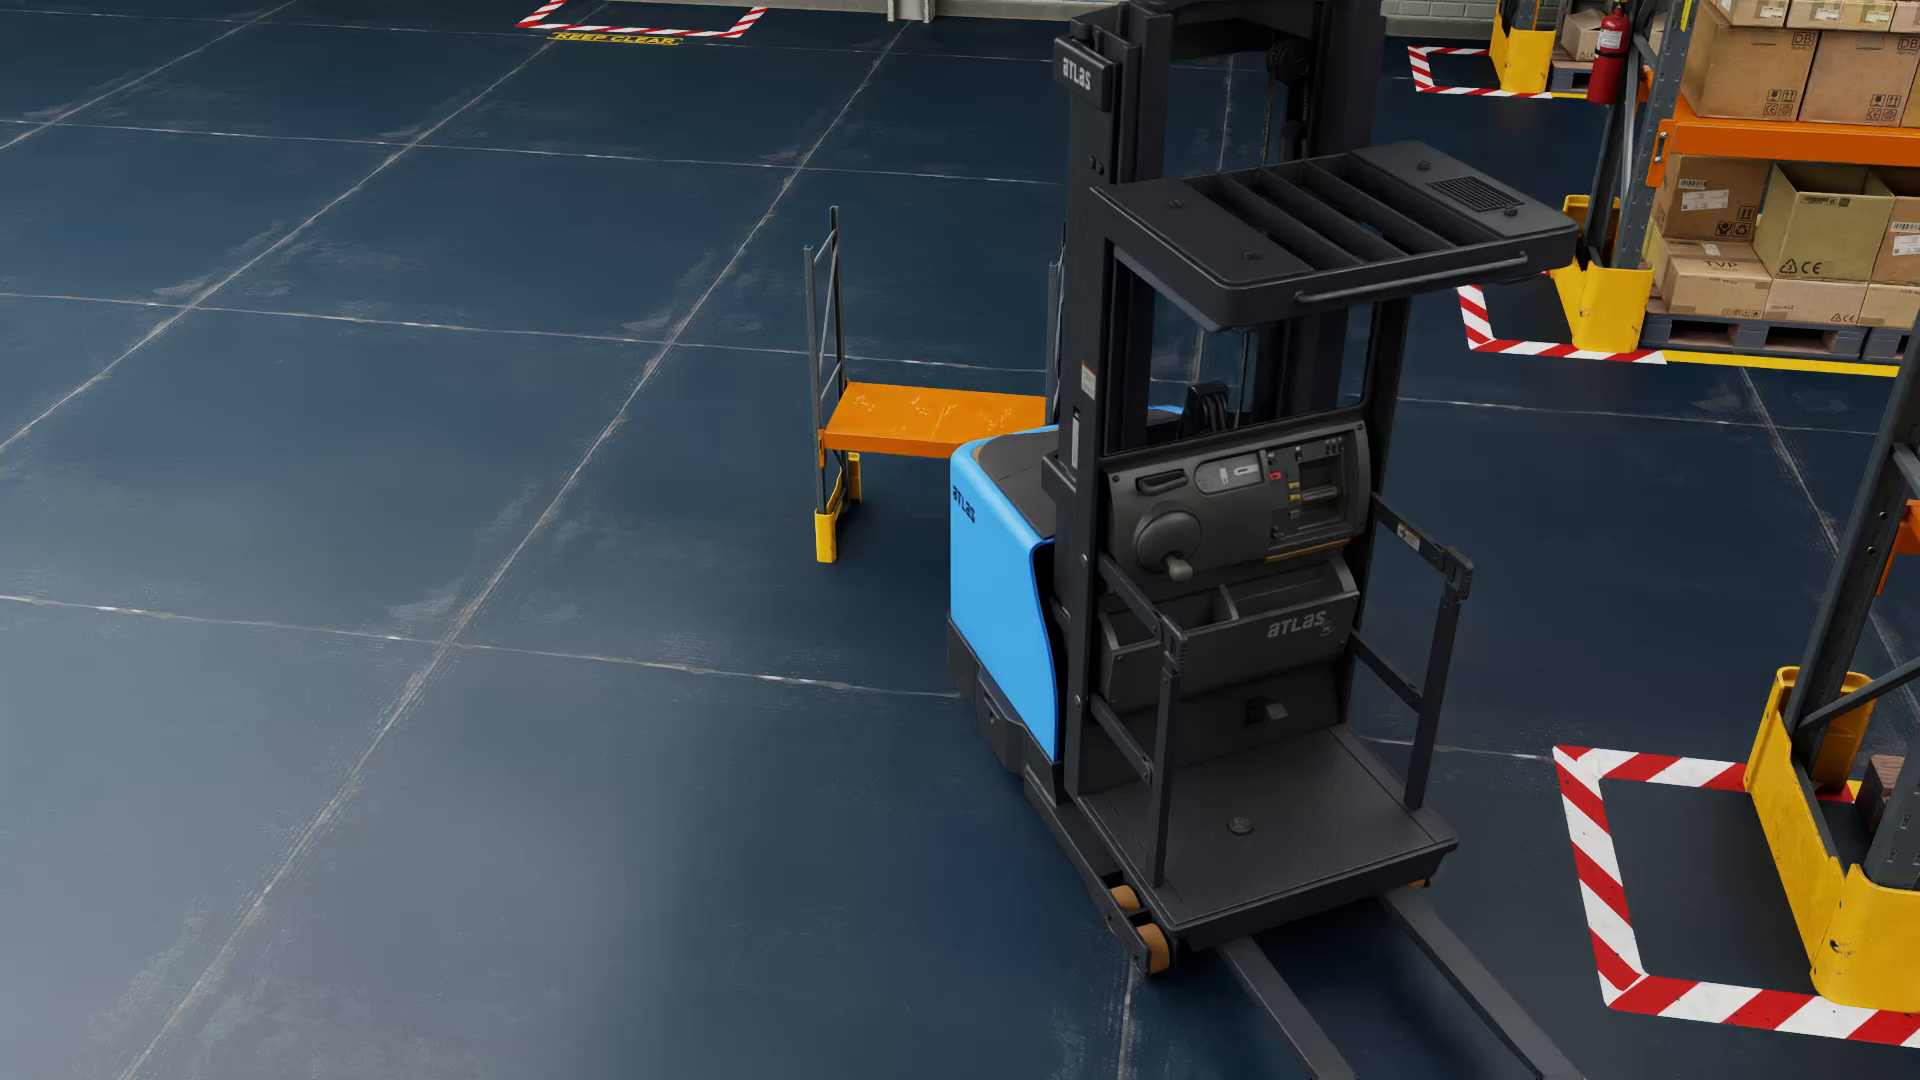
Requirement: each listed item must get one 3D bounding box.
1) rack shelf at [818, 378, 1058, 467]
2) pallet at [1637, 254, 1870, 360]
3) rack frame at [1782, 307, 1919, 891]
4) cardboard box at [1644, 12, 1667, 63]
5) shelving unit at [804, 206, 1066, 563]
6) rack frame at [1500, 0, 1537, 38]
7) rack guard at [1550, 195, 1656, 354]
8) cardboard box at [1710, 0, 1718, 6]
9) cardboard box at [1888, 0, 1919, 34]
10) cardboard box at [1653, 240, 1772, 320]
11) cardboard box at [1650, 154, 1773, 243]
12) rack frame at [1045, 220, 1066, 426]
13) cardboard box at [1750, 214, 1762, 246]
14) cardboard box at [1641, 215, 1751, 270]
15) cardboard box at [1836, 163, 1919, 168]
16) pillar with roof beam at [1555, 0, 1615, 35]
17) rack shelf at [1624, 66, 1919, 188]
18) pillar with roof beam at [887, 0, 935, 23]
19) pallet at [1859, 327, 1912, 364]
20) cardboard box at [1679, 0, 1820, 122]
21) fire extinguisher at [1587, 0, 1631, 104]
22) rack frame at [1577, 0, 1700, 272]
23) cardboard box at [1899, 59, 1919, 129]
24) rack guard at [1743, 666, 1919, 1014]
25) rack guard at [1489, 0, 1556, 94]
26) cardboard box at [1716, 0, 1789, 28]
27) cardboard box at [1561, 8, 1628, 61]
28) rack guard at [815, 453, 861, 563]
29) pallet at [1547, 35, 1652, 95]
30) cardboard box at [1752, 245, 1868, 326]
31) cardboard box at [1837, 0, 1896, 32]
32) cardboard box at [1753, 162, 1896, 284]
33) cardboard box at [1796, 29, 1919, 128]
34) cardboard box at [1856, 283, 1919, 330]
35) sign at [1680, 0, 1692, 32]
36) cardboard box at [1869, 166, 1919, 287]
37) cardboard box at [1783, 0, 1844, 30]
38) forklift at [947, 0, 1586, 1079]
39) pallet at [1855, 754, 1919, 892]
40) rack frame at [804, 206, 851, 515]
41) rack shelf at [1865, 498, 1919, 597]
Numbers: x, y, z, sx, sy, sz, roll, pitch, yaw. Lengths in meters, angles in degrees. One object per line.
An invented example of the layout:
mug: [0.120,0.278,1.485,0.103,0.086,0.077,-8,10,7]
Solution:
rack shelf: [-0.084,-0.491,7.460,1.000,0.185,0.538,5,32,8]
pallet: [4.559,-1.414,9.810,1.213,0.211,1.003,5,32,8]
rack frame: [2.961,-0.052,5.006,0.127,3.000,1.000,5,32,8]
cardboard box: [5.857,-4.121,13.625,0.500,0.311,0.500,8,33,12]
shelving unit: [-0.075,-0.643,7.363,1.083,1.500,0.587,5,32,8]
rack frame: [4.628,-5.234,13.284,0.127,3.000,1.000,5,32,8]
rack guard: [3.774,-1.585,9.811,0.348,0.500,1.175,5,32,8]
cardboard box: [4.207,-3.025,9.050,0.250,0.149,0.380,5,32,7]
cardboard box: [4.903,-2.743,8.600,0.250,0.149,0.380,5,32,7]
cardboard box: [4.289,-1.491,9.500,0.500,0.250,0.500,5,32,8]
cardboard box: [4.377,-2.081,9.736,0.500,0.500,0.500,5,32,8]
rack frame: [0.417,-0.598,7.292,0.032,1.500,0.500,5,32,8]
cardboard box: [4.871,-1.723,9.872,0.500,0.250,0.500,5,32,8]
cardboard box: [4.376,-1.762,9.933,0.500,0.250,0.500,5,32,8]
cardboard box: [5.365,-1.999,9.605,0.500,0.500,0.500,5,32,8]
pillar with roof beam: [4.739,-5.915,8.718,0.400,9.000,9.100,5,32,8]
rack shelf: [5.770,-2.159,9.050,4.000,0.370,1.077,5,32,8]
pillar with roof beam: [-1.175,-6.450,9.574,0.400,9.000,9.100,5,32,8]
pallet: [5.758,-1.304,9.634,1.213,0.211,1.003,5,32,8]
cardboard box: [4.256,-2.636,9.041,0.500,0.500,0.700,5,32,8]
fire extinguisher: [3.760,-2.863,9.570,0.183,0.674,0.296,5,32,8]
rack frame: [3.798,-2.642,9.144,0.127,3.000,1.000,5,32,8]
cardboard box: [5.263,-2.545,8.894,0.500,0.500,0.700,5,32,9]
rack guard: [3.044,0.990,5.698,0.348,0.500,1.175,5,32,8]
rack guard: [4.703,-4.167,13.936,0.348,0.500,1.175,5,32,8]
cardboard box: [4.149,-2.812,8.710,0.250,0.149,0.380,5,32,8]
cardboard box: [5.295,-4.171,13.707,0.500,0.311,0.500,2,32,3]
rack guard: [-0.566,-0.157,7.766,0.087,0.250,0.587,5,32,8]
pallet: [5.498,-3.954,13.868,1.213,0.211,1.003,5,32,8]
cardboard box: [4.783,-1.448,9.432,0.500,0.250,0.500,5,32,8]
cardboard box: [4.655,-2.767,8.638,0.250,0.149,0.380,5,32,8]
cardboard box: [4.782,-1.765,9.231,0.500,0.500,0.500,5,32,8]
cardboard box: [4.775,-2.592,8.970,0.500,0.500,0.700,6,33,9]
cardboard box: [5.276,-1.403,9.360,0.500,0.250,0.500,5,32,8]
sign: [3.699,-2.753,8.431,0.005,0.325,0.100,5,32,8]
cardboard box: [5.278,-1.727,9.171,0.500,0.500,0.500,5,32,8]
cardboard box: [4.409,-2.790,8.674,0.250,0.149,0.380,4,32,7]
forklift: [0.976,-0.071,5.101,1.130,2.935,3.031,-12,34,-19]
pallet: [3.844,1.187,5.654,1.213,0.211,1.003,5,32,8]
rack frame: [-0.585,-0.689,7.437,0.032,1.500,0.500,5,32,8]
rack shelf: [4.933,0.431,4.912,4.000,0.370,1.077,5,32,8]
